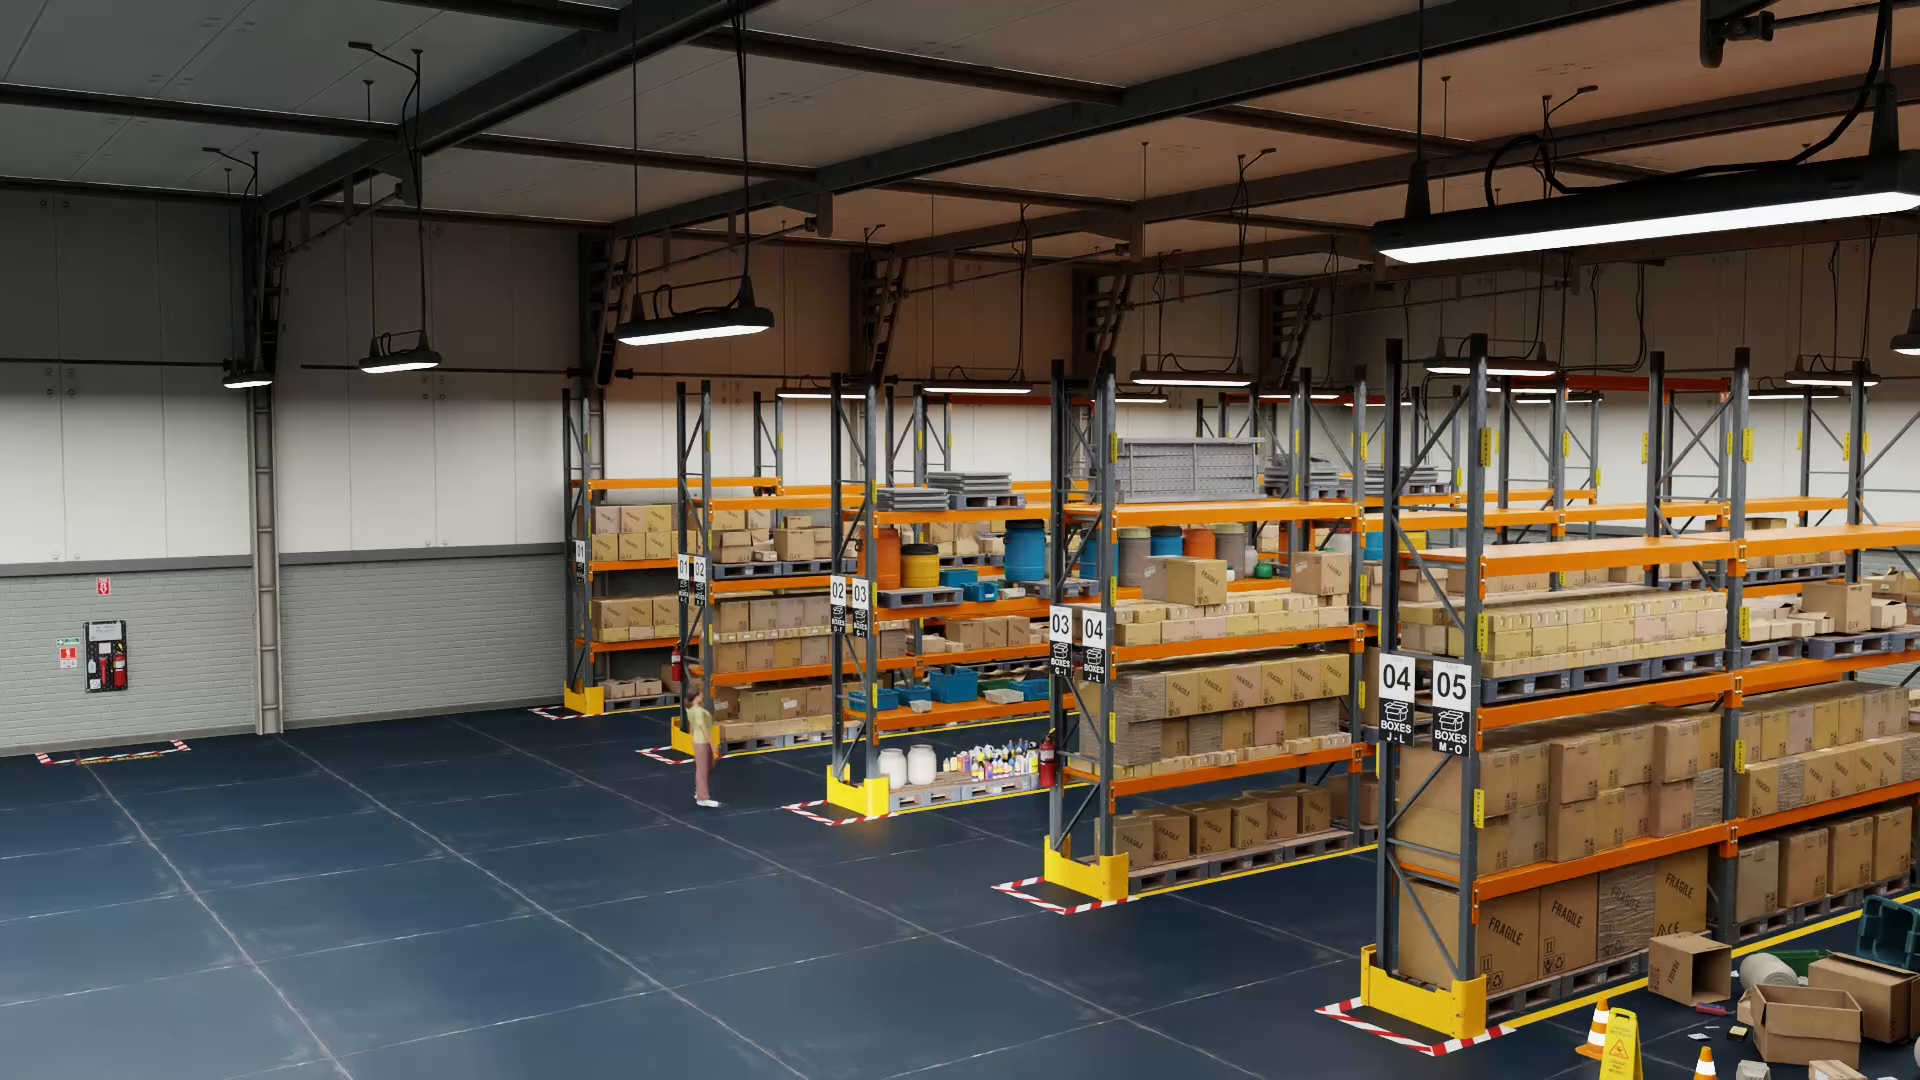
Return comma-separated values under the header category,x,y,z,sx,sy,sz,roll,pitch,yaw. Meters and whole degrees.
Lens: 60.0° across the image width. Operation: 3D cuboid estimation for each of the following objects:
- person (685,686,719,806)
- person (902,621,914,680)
category,x,y,z,sx,sy,sz,roll,pitch,yaw
person,-3.569,2.867,23.062,0.487,1.709,0.496,0,4,-1
person,-0.944,2.341,31.135,0.462,1.649,0.483,3,5,41
